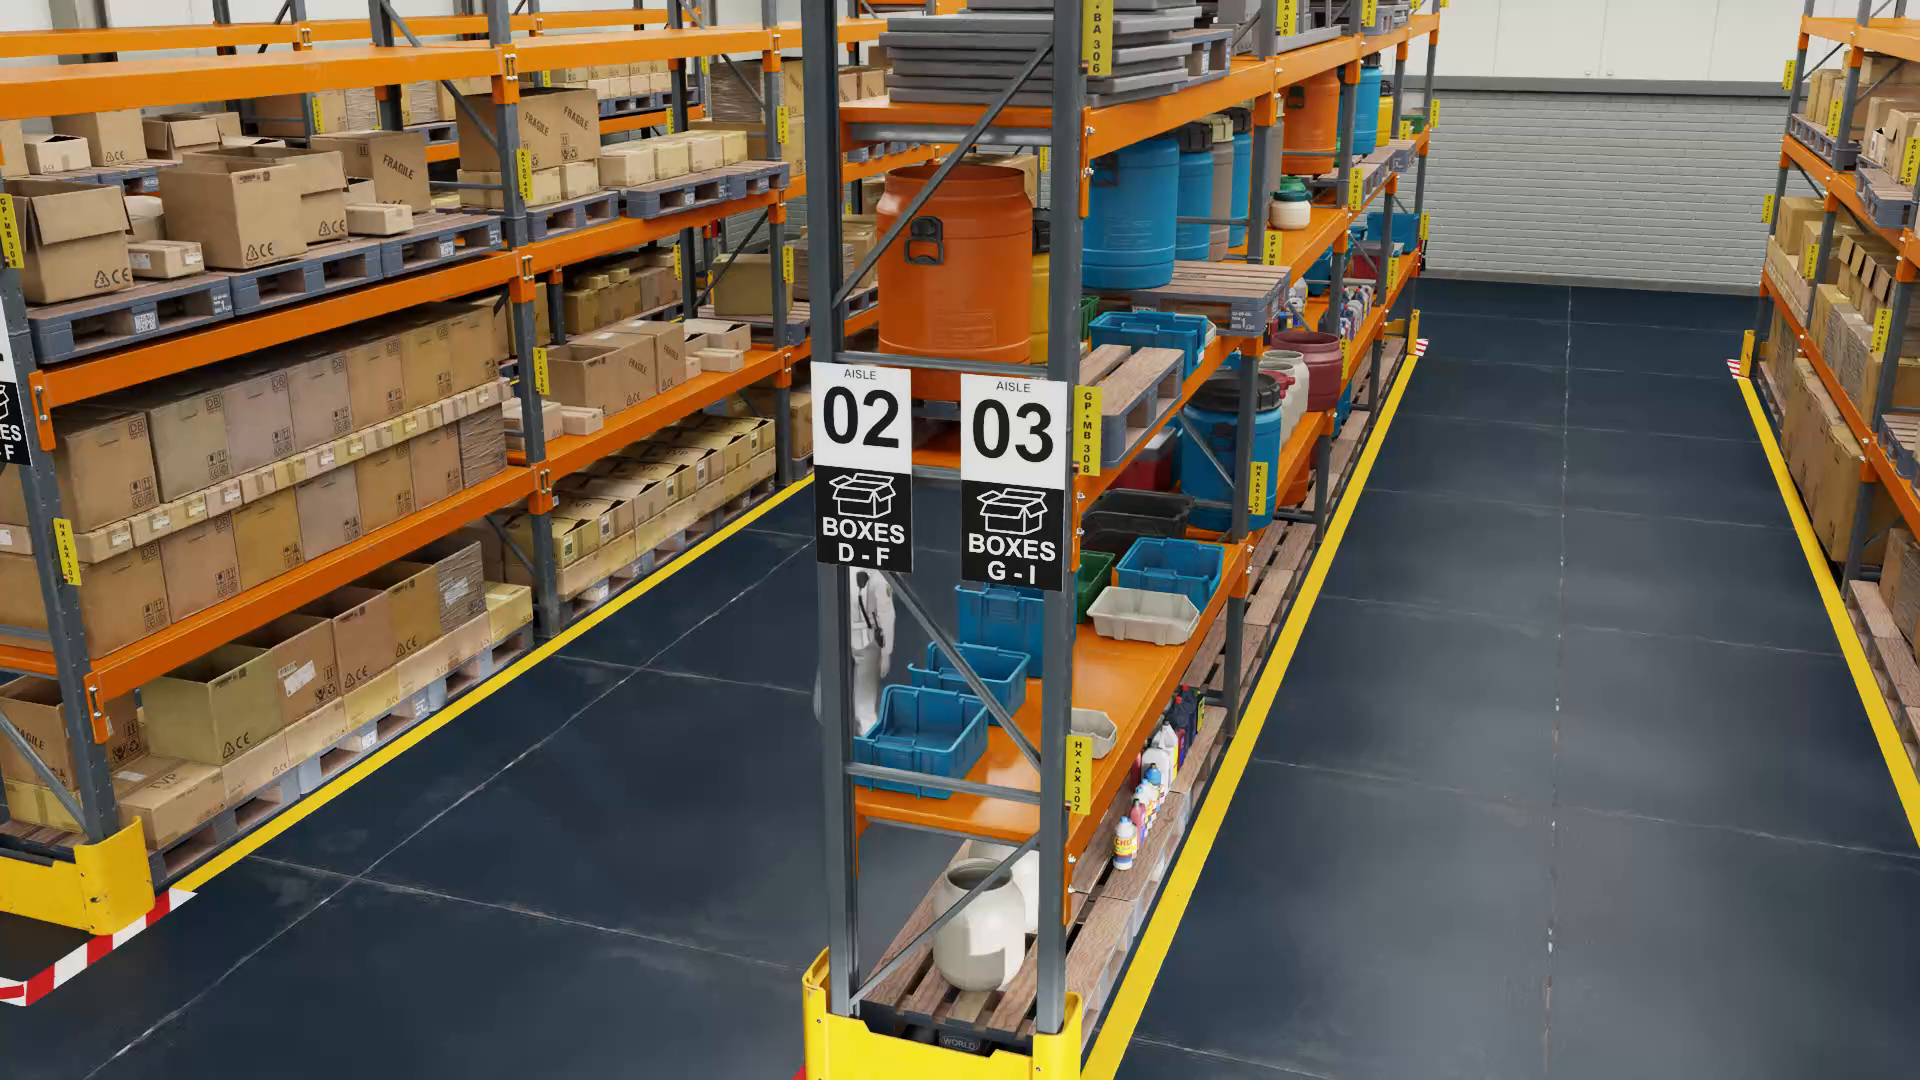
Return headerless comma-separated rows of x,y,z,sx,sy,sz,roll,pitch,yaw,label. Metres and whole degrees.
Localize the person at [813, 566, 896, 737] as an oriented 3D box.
-0.617,0.615,9.620,0.462,1.684,0.455,6,20,18,person
